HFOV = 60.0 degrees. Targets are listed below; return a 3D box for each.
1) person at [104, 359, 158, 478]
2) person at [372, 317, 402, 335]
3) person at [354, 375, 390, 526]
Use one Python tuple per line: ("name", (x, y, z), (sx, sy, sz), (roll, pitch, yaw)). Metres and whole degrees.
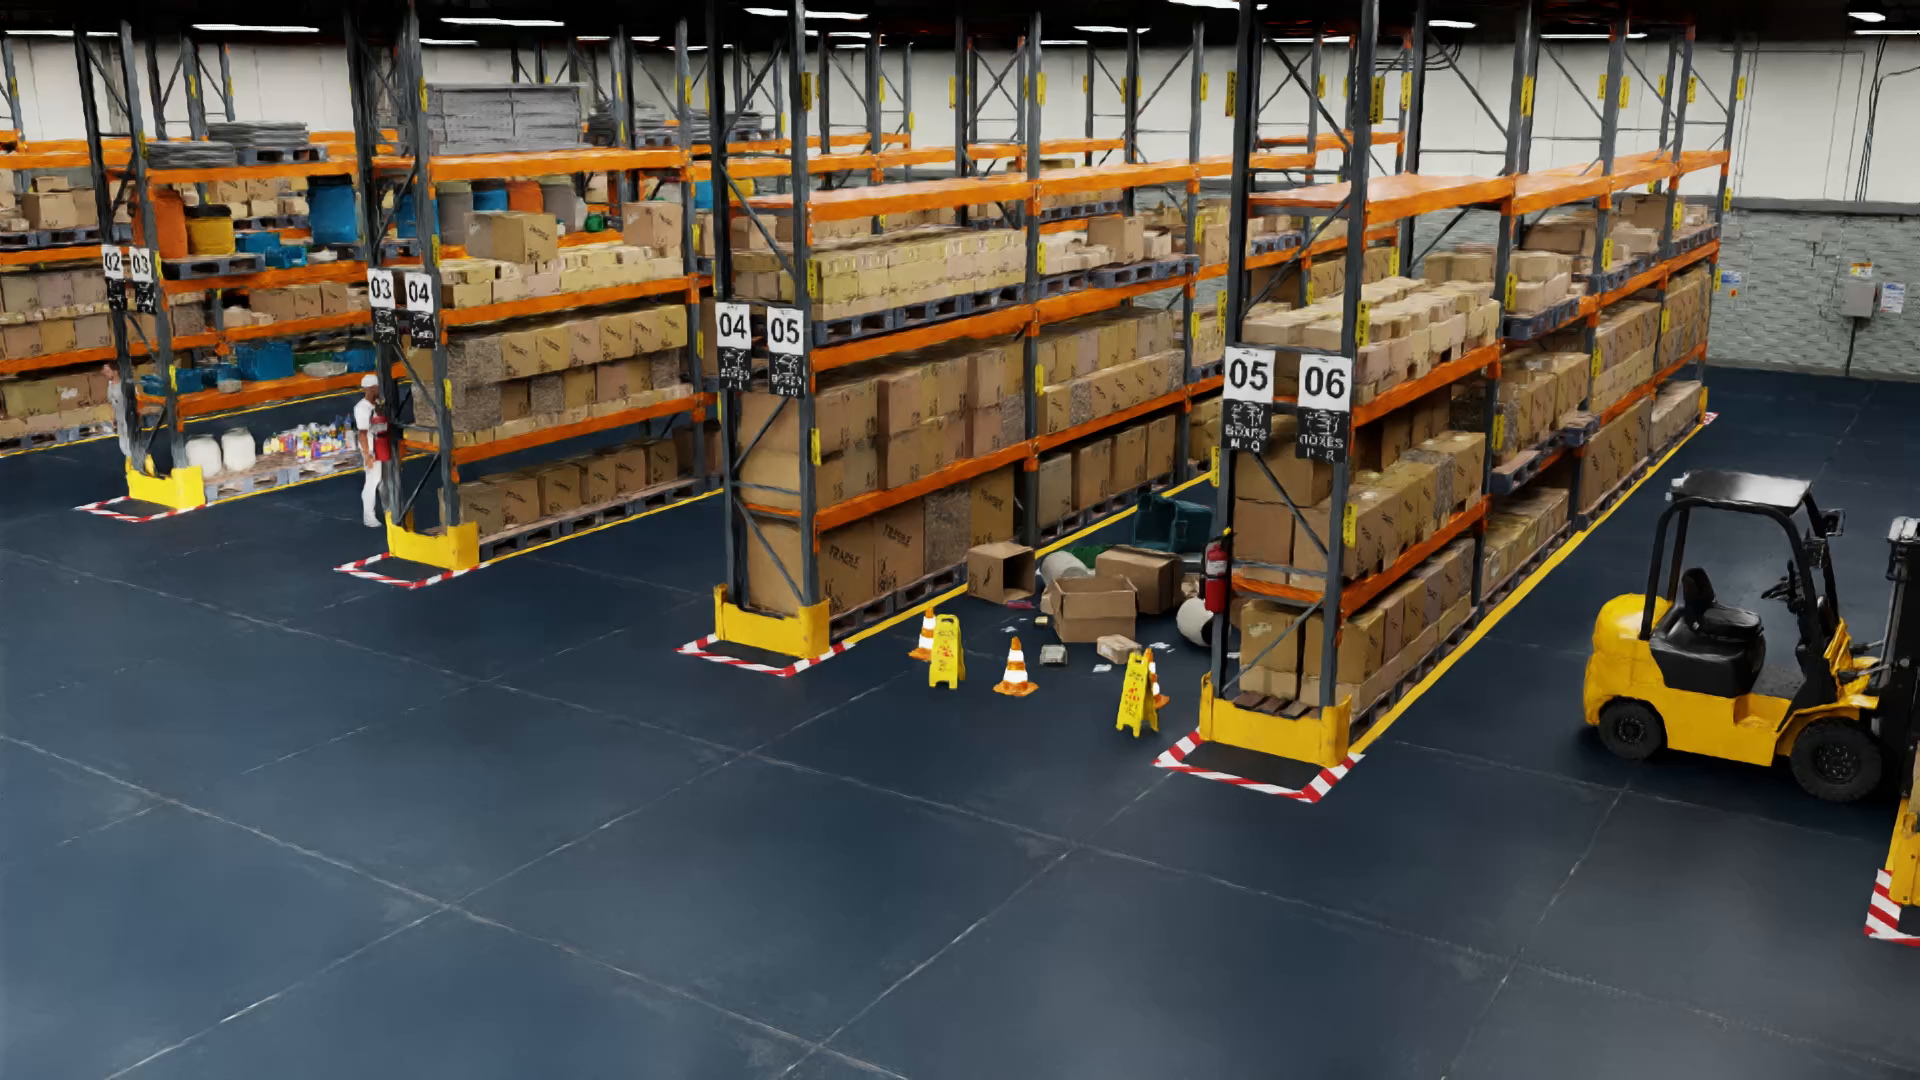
("person", (-10.952, -1.583, 21.899), (0.571, 1.630, 0.485), (11, 19, 35))
("person", (-11.424, -4.729, 33.186), (0.445, 1.590, 1.081), (9, 18, 29))
("person", (-6.889, -1.088, 19.763), (0.463, 1.772, 0.649), (1, 16, 4))
